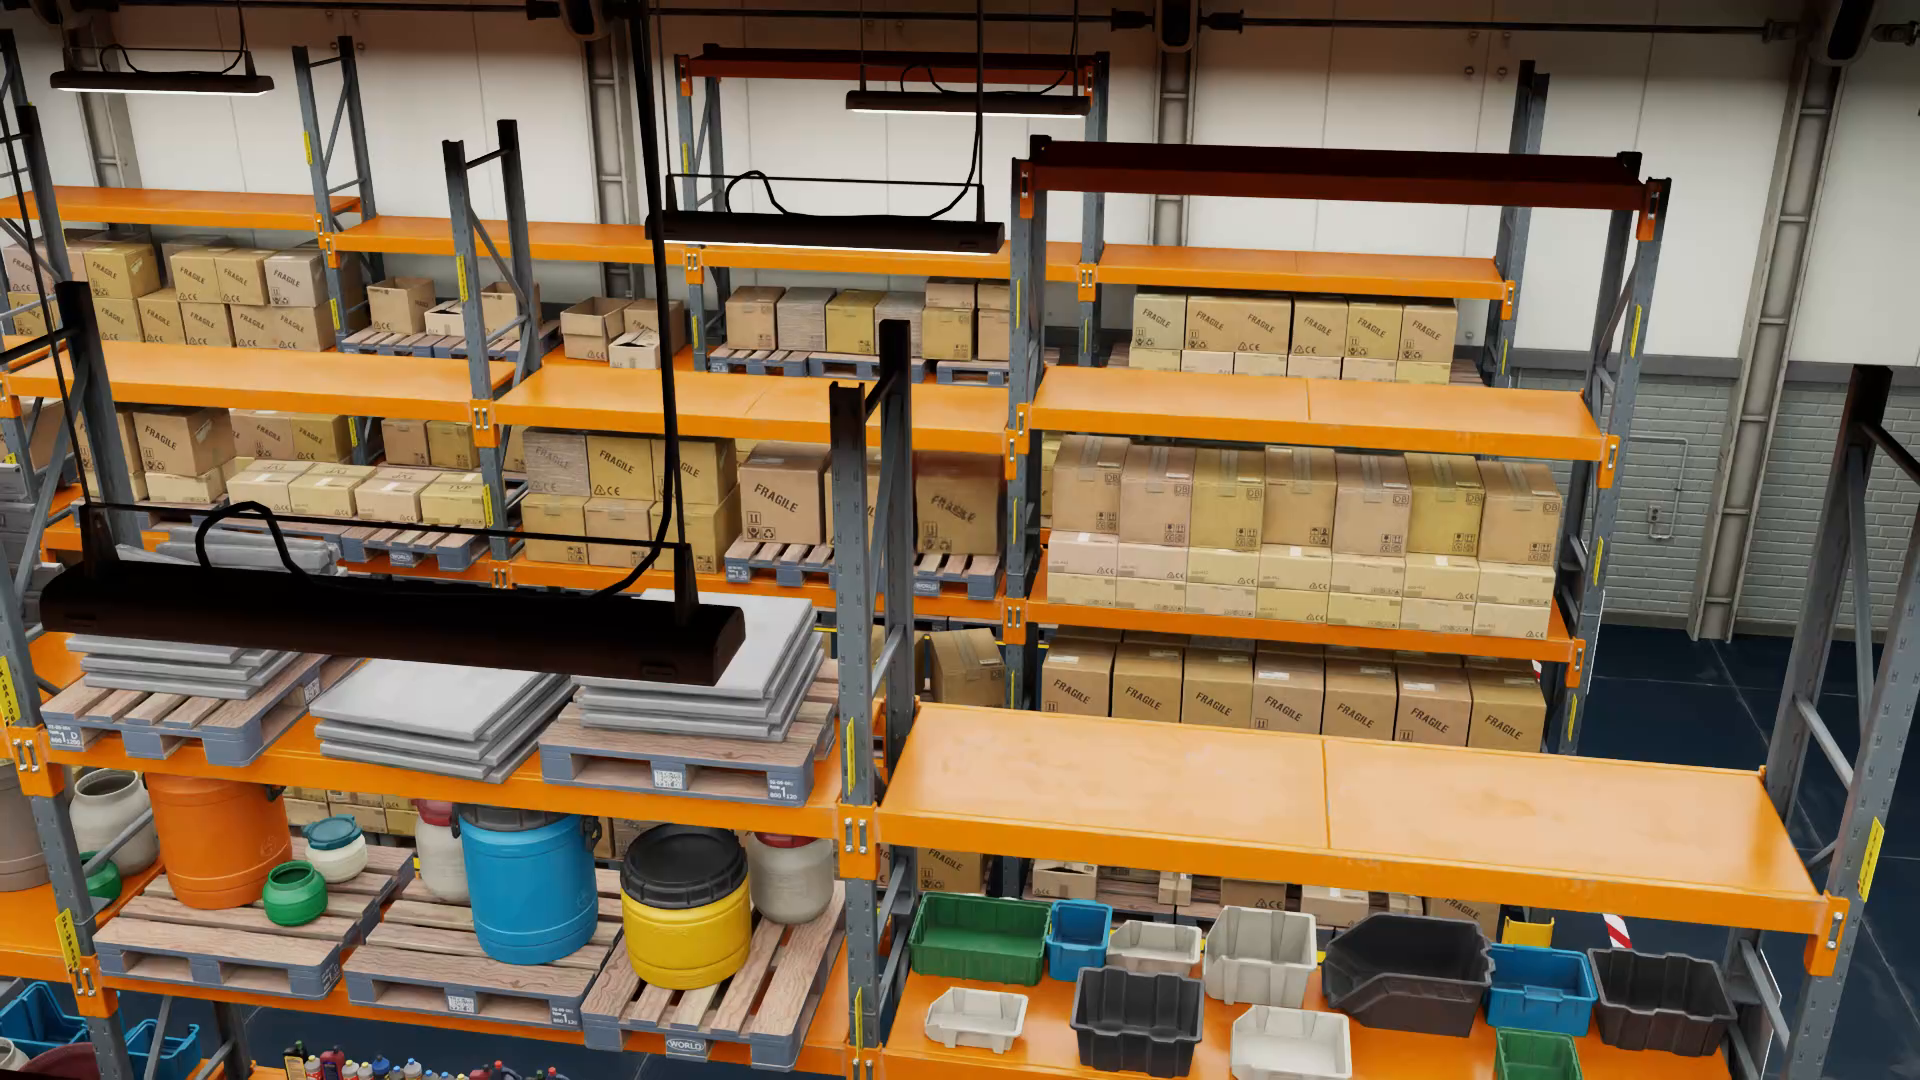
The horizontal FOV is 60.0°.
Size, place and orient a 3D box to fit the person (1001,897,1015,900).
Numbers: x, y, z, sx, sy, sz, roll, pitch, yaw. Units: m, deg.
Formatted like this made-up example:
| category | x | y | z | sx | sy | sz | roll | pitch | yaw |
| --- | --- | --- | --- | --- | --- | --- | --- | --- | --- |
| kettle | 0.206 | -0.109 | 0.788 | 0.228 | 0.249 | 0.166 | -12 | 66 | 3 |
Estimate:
| category | x | y | z | sx | sy | sz | roll | pitch | yaw |
| --- | --- | --- | --- | --- | --- | --- | --- | --- | --- |
| person | 0.221 | 3.090 | 10.835 | 0.506 | 1.771 | 0.571 | 7 | 24 | 16 |
